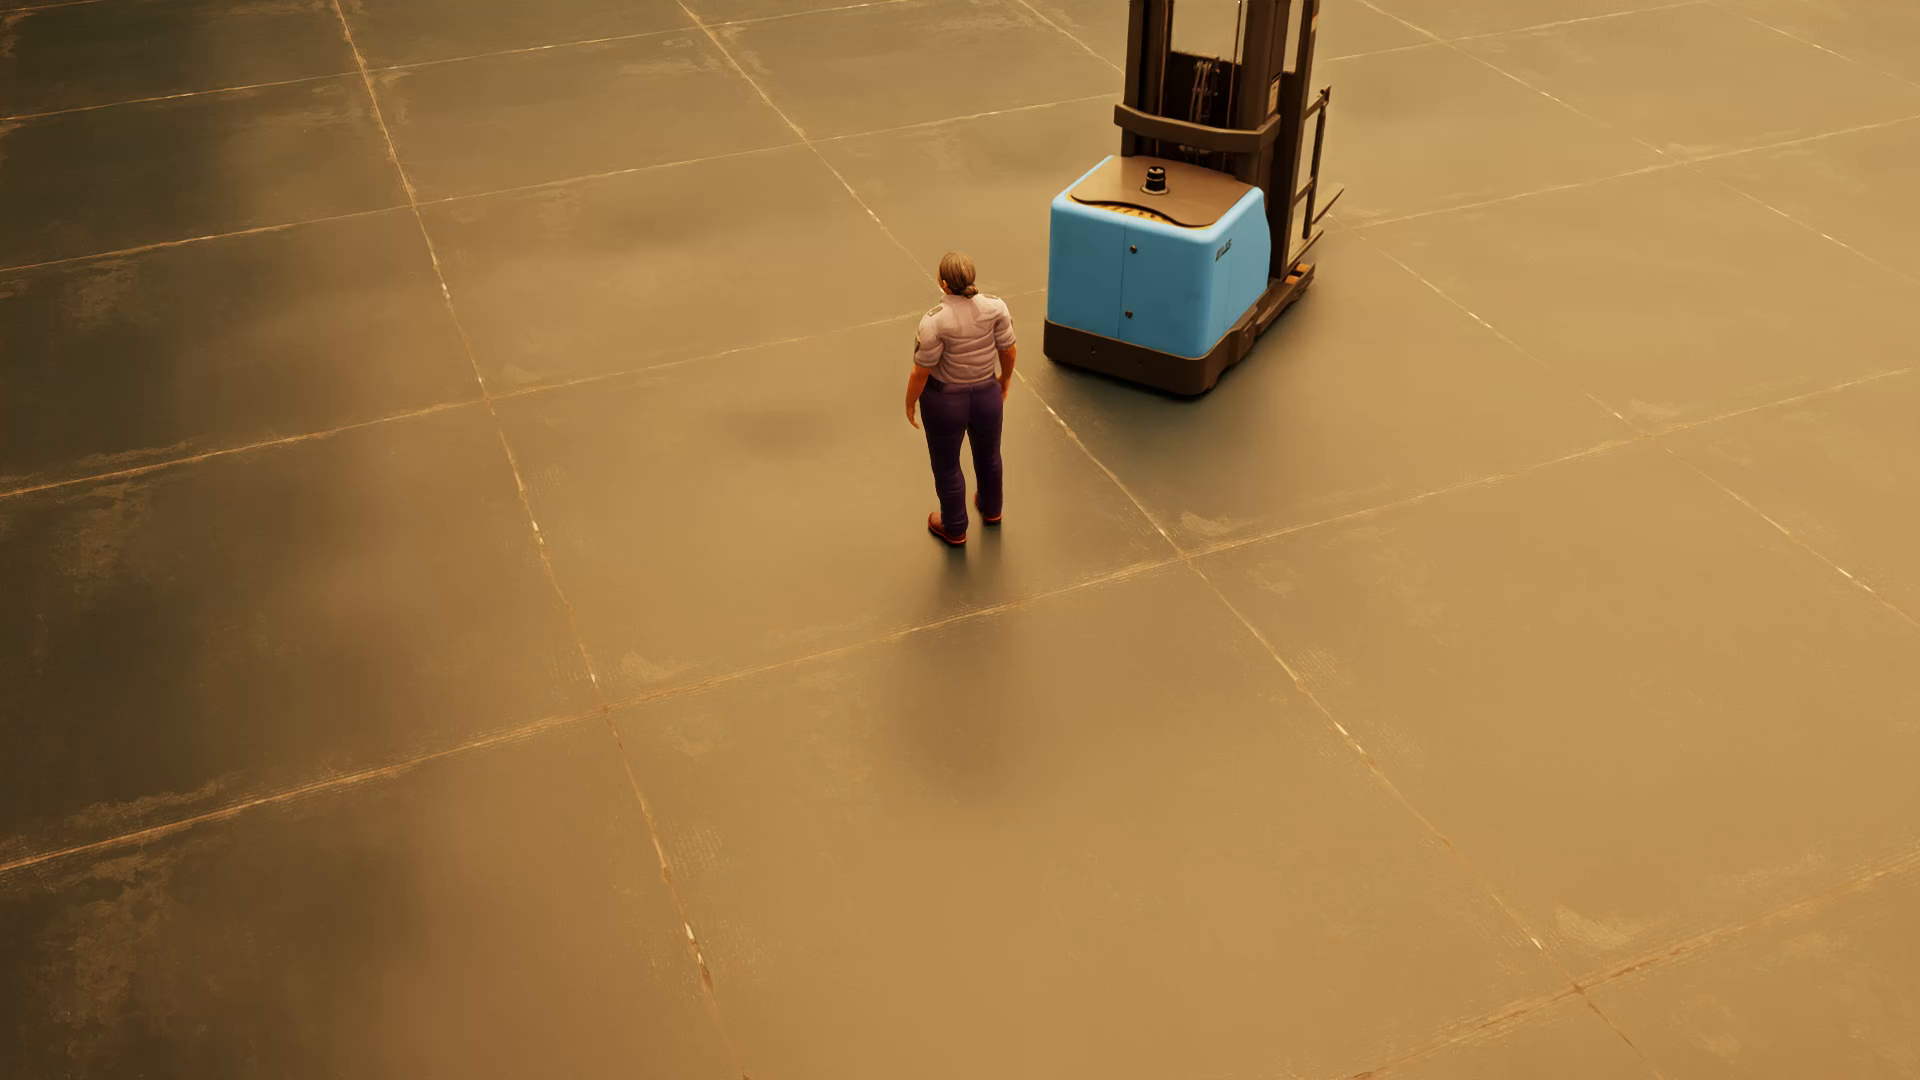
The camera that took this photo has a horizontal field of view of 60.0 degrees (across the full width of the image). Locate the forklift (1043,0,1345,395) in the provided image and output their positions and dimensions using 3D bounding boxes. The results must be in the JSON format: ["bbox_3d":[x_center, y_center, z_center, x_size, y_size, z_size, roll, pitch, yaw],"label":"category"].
[{"bbox_3d":[1.679,-2.867,10.131,1.130,2.935,3.031,18,39,24],"label":"forklift"}]

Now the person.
[{"bbox_3d":[-0.014,-0.731,8.220,0.598,1.651,0.503,-14,38,-19],"label":"person"}]
